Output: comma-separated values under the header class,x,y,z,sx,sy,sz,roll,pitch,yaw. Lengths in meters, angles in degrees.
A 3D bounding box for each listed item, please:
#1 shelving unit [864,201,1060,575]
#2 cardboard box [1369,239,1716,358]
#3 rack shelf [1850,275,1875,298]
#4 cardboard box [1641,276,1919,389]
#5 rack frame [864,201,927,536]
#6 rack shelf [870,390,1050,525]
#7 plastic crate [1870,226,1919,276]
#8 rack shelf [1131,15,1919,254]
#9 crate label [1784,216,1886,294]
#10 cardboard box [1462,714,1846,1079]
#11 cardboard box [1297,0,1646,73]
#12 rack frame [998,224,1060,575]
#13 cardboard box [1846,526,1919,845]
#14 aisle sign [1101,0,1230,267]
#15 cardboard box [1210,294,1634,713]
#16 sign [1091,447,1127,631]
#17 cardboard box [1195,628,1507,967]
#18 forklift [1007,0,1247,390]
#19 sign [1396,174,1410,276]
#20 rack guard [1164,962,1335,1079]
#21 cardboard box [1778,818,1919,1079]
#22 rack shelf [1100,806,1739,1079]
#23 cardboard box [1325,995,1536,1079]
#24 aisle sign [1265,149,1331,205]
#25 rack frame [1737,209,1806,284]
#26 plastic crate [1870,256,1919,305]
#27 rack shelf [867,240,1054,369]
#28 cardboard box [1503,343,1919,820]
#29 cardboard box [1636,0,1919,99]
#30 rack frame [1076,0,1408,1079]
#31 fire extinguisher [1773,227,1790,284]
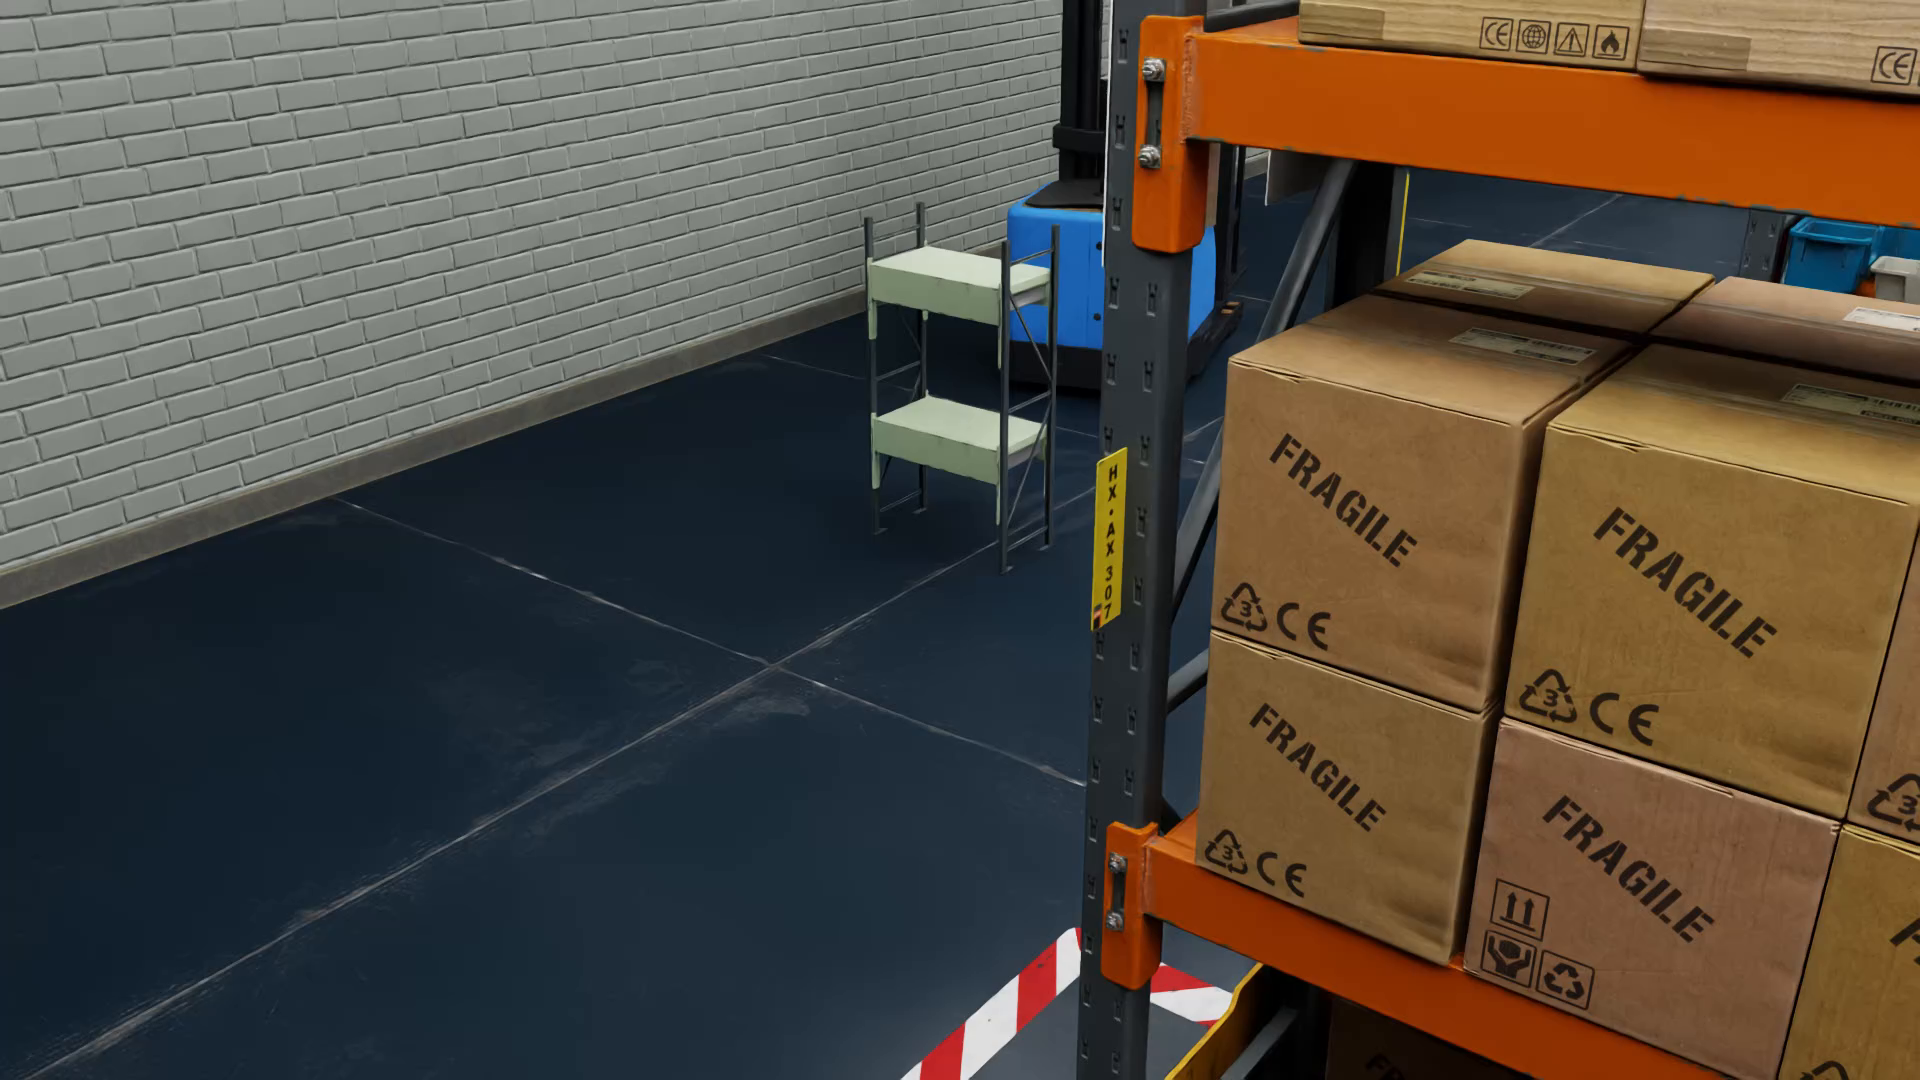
class,x,y,z,sx,sy,sz,roll,pitch,yaw
shelving unit,0.005,-0.685,7.444,0.755,1.500,0.431,17,29,33
cardboard box,1.113,-0.263,3.263,0.500,0.500,0.500,17,29,33
rack shelf,5.166,-0.563,6.201,4.000,0.370,1.077,17,29,33
cardboard box,1.518,-0.141,2.987,0.500,0.500,0.500,18,29,35
rack frame,-0.288,-0.773,7.645,0.023,1.500,0.400,17,29,33
rack shelf,0.005,-0.386,7.575,0.720,0.370,0.431,17,29,33
plastic crate,3.946,-1.399,7.087,0.499,0.435,0.616,17,29,33
rack shelf,2.192,-0.339,1.971,4.000,0.370,1.077,17,29,33
crate label,3.566,-1.161,6.798,0.303,0.233,0.416,17,29,33
cardboard box,1.205,0.491,2.792,0.500,0.500,0.500,16,29,33
cardboard box,0.851,-0.877,2.485,0.500,0.250,0.500,17,29,33
rack frame,0.298,-0.596,7.243,0.023,1.500,0.400,17,29,33
cardboard box,1.609,0.157,2.310,0.500,0.500,0.500,17,29,34
aisle sign,0.361,-0.890,2.826,0.004,0.787,0.394,17,29,33
cardboard box,0.789,-0.090,2.870,0.500,0.500,0.500,18,29,35
sign,0.267,0.000,2.956,0.005,0.325,0.100,17,29,33
cardboard box,0.789,0.368,3.071,0.500,0.500,0.500,18,29,34
forklift,1.228,-2.719,10.285,1.130,2.935,3.031,8,25,18
sign,0.941,-0.628,3.626,0.005,0.325,0.100,17,29,33
rack guard,0.653,1.383,3.990,0.348,0.500,1.175,17,29,33
cardboard box,1.605,0.613,2.514,0.500,0.500,0.500,17,29,33
rack shelf,2.192,1.034,2.575,4.000,0.370,1.077,17,29,33
cardboard box,1.175,1.216,3.825,0.500,0.500,0.500,17,29,33
aisle sign,0.721,-1.084,3.266,0.004,0.787,0.394,17,29,33
rack frame,3.566,-1.376,7.153,0.127,3.000,1.000,17,29,33
plastic crate,3.773,-1.013,6.581,0.298,0.136,0.250,17,29,33
rack shelf,0.005,-1.042,7.287,0.720,0.370,0.431,17,29,33
cardboard box,1.212,0.034,2.588,0.500,0.500,0.500,17,29,34
cardboard box,1.243,-0.752,2.202,0.500,0.250,0.500,17,29,33
rack frame,0.592,0.221,3.528,0.127,3.000,1.000,17,29,33
fire extinguisher,3.718,-1.353,7.660,0.183,0.674,0.296,17,29,33
